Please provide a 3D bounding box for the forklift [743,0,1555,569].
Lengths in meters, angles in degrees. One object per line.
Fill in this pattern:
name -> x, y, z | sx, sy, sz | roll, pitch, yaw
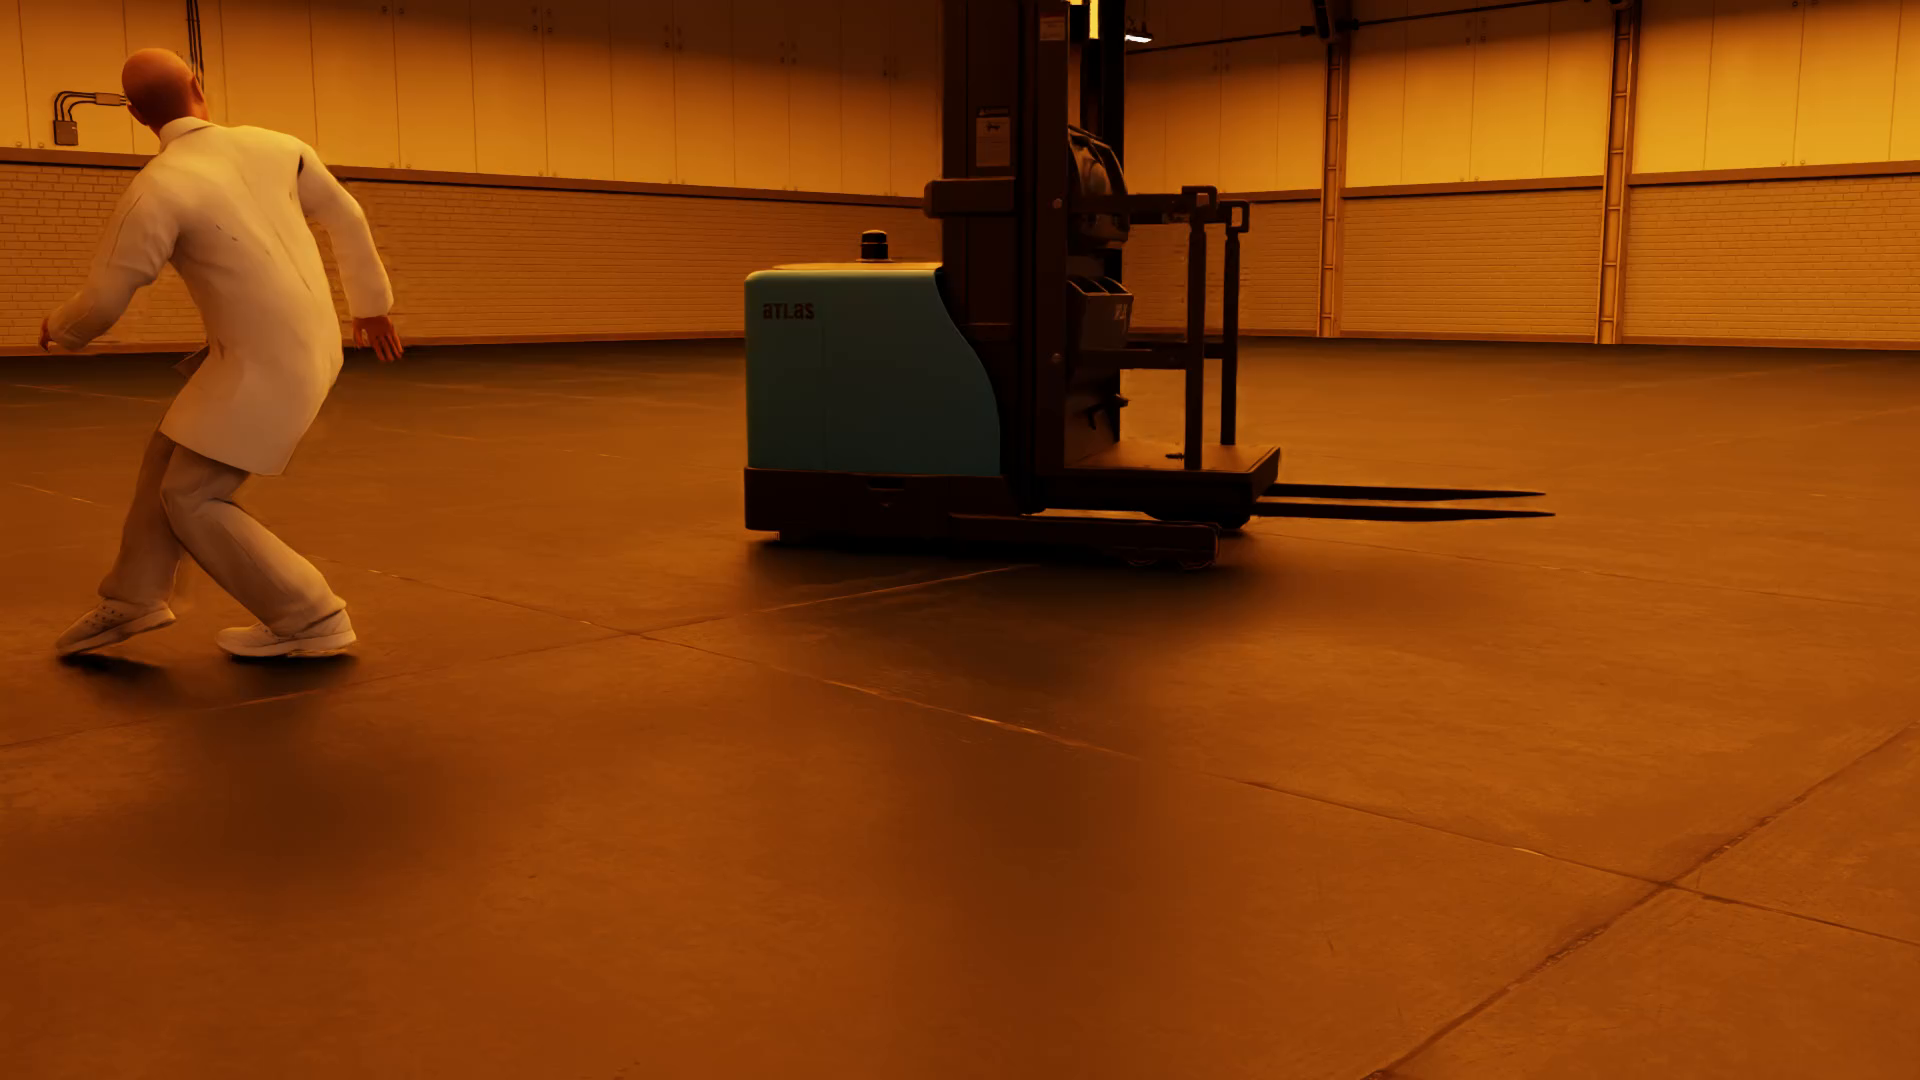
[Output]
forklift -> 0.724, -1.431, 6.376 | 3.031, 2.935, 1.130 | 2, 9, 16

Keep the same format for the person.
person -> -2.071, -0.496, 4.581 | 0.831, 1.611, 0.808 | 1, 9, 5
